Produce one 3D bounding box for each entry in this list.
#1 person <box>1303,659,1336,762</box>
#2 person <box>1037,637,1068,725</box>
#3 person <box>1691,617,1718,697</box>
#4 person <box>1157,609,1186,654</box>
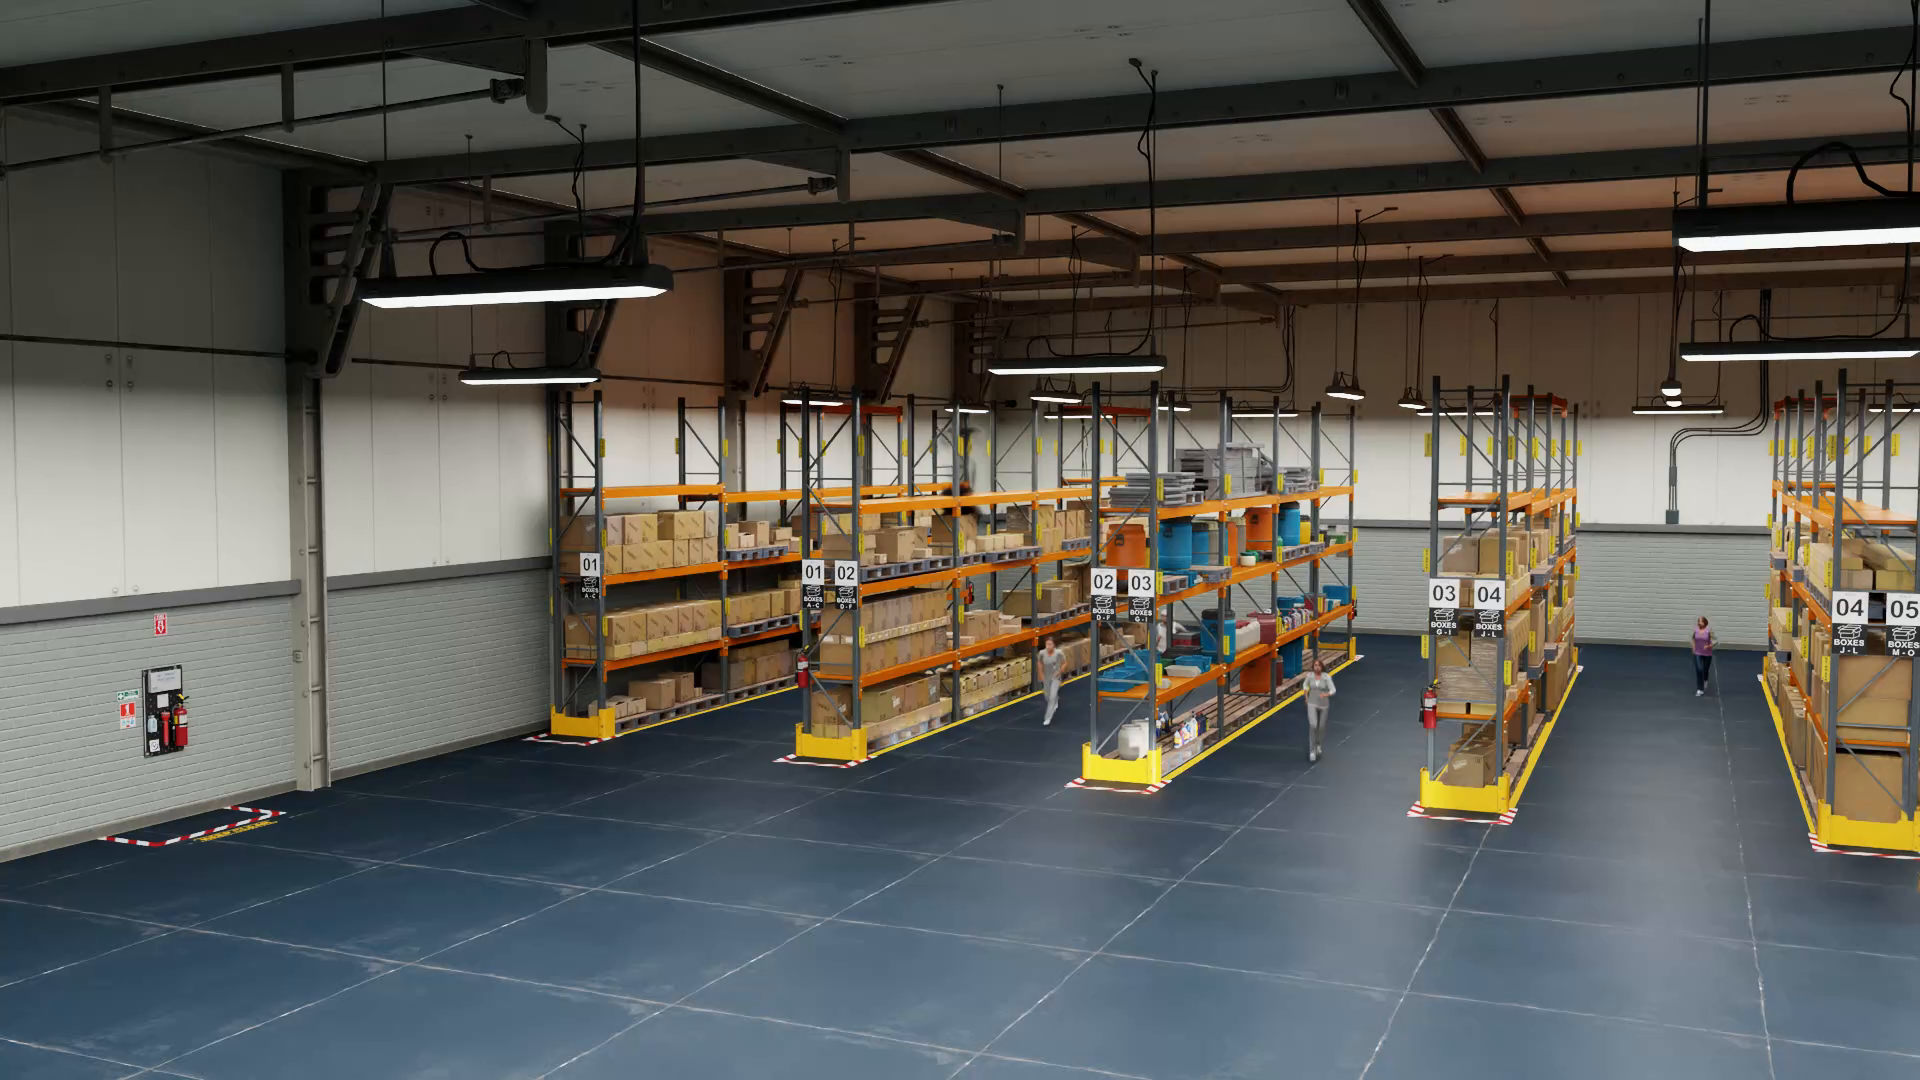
[{"bbox_3d":[5.793,2.723,26.812,0.510,1.642,0.707,1,3,11],"label":"person"},{"bbox_3d":[1.699,2.548,30.384,0.560,1.612,0.806,1,3,10],"label":"person"},{"bbox_3d":[15.104,2.350,33.777,0.531,1.599,0.767,2,4,35],"label":"person"},{"bbox_3d":[4.194,2.276,33.509,0.678,1.815,0.851,1,3,20],"label":"person"}]
